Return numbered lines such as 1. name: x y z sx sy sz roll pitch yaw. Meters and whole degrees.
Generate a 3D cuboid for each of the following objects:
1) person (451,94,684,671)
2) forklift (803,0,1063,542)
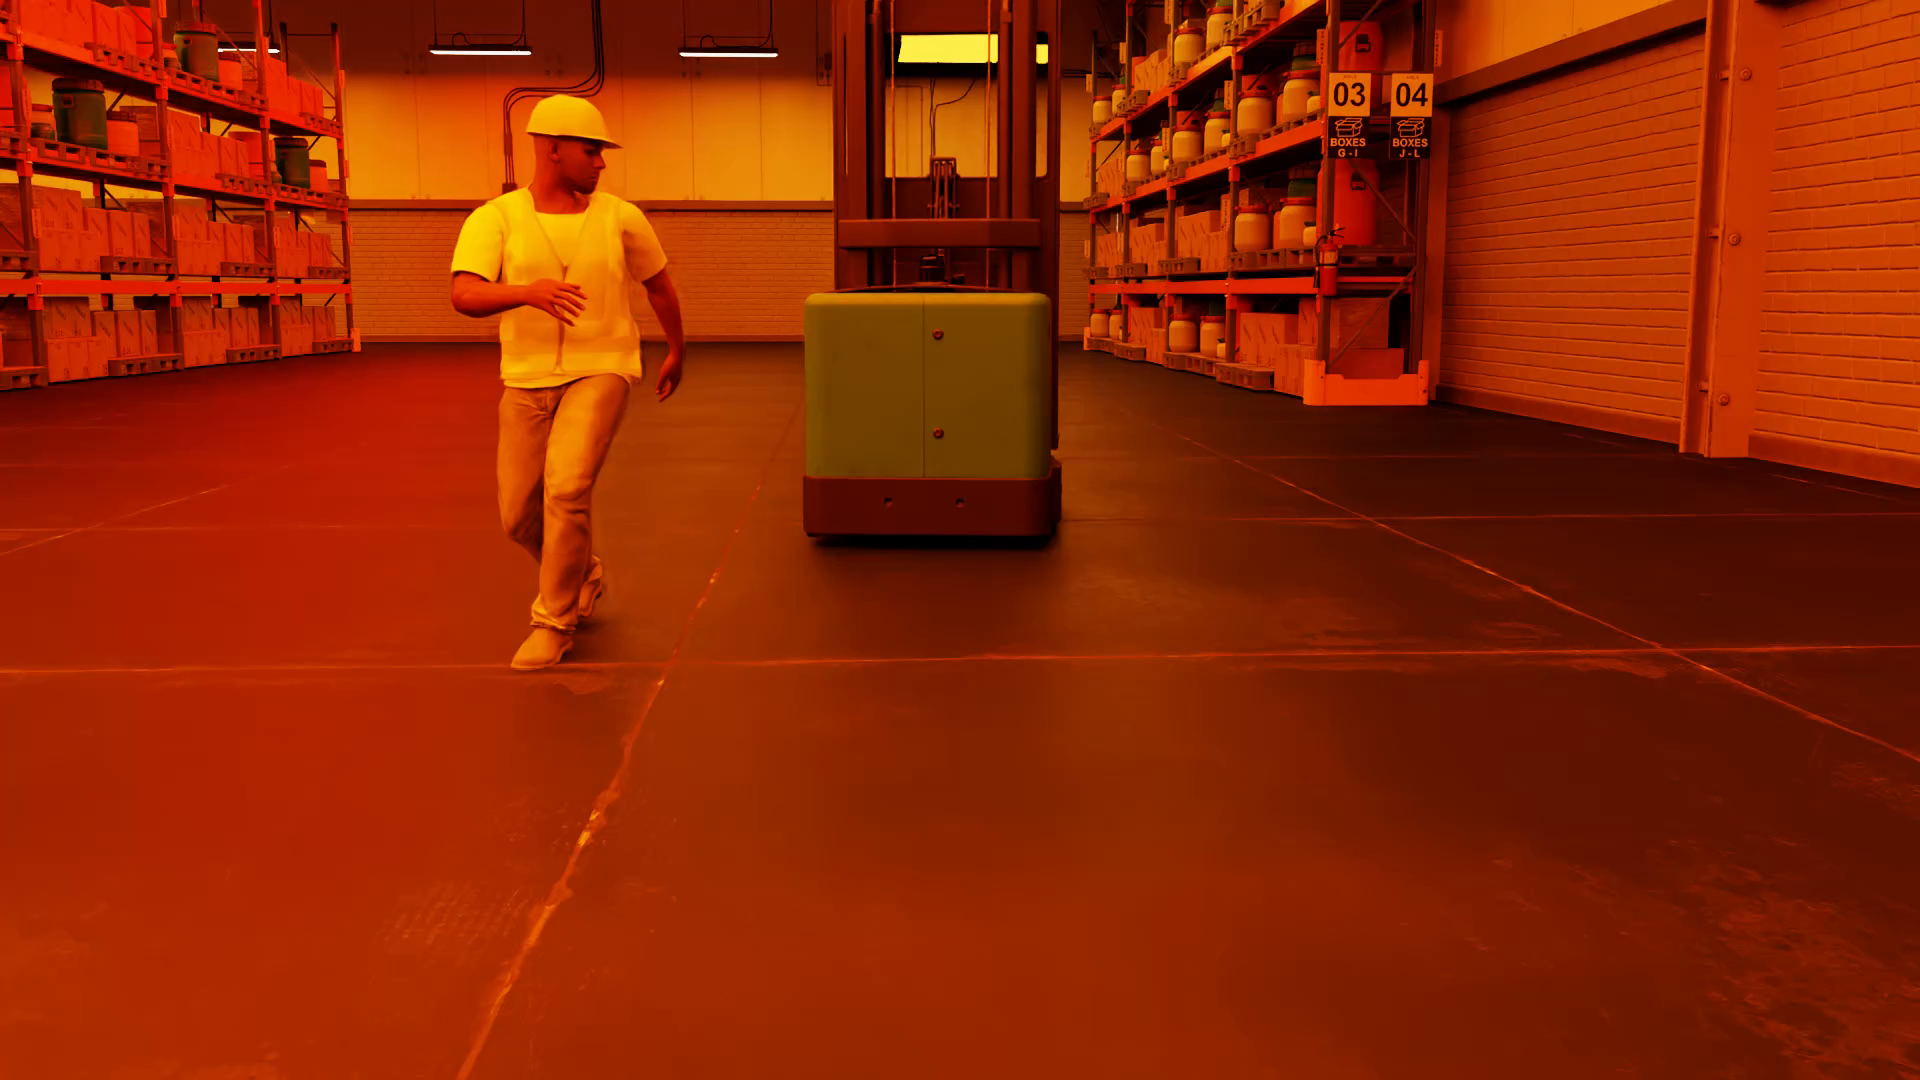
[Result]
1. person: -1.210 -0.510 5.118 0.595 1.679 0.937 0 8 1
2. forklift: -0.045 -1.621 8.246 1.130 2.935 3.031 1 8 4
